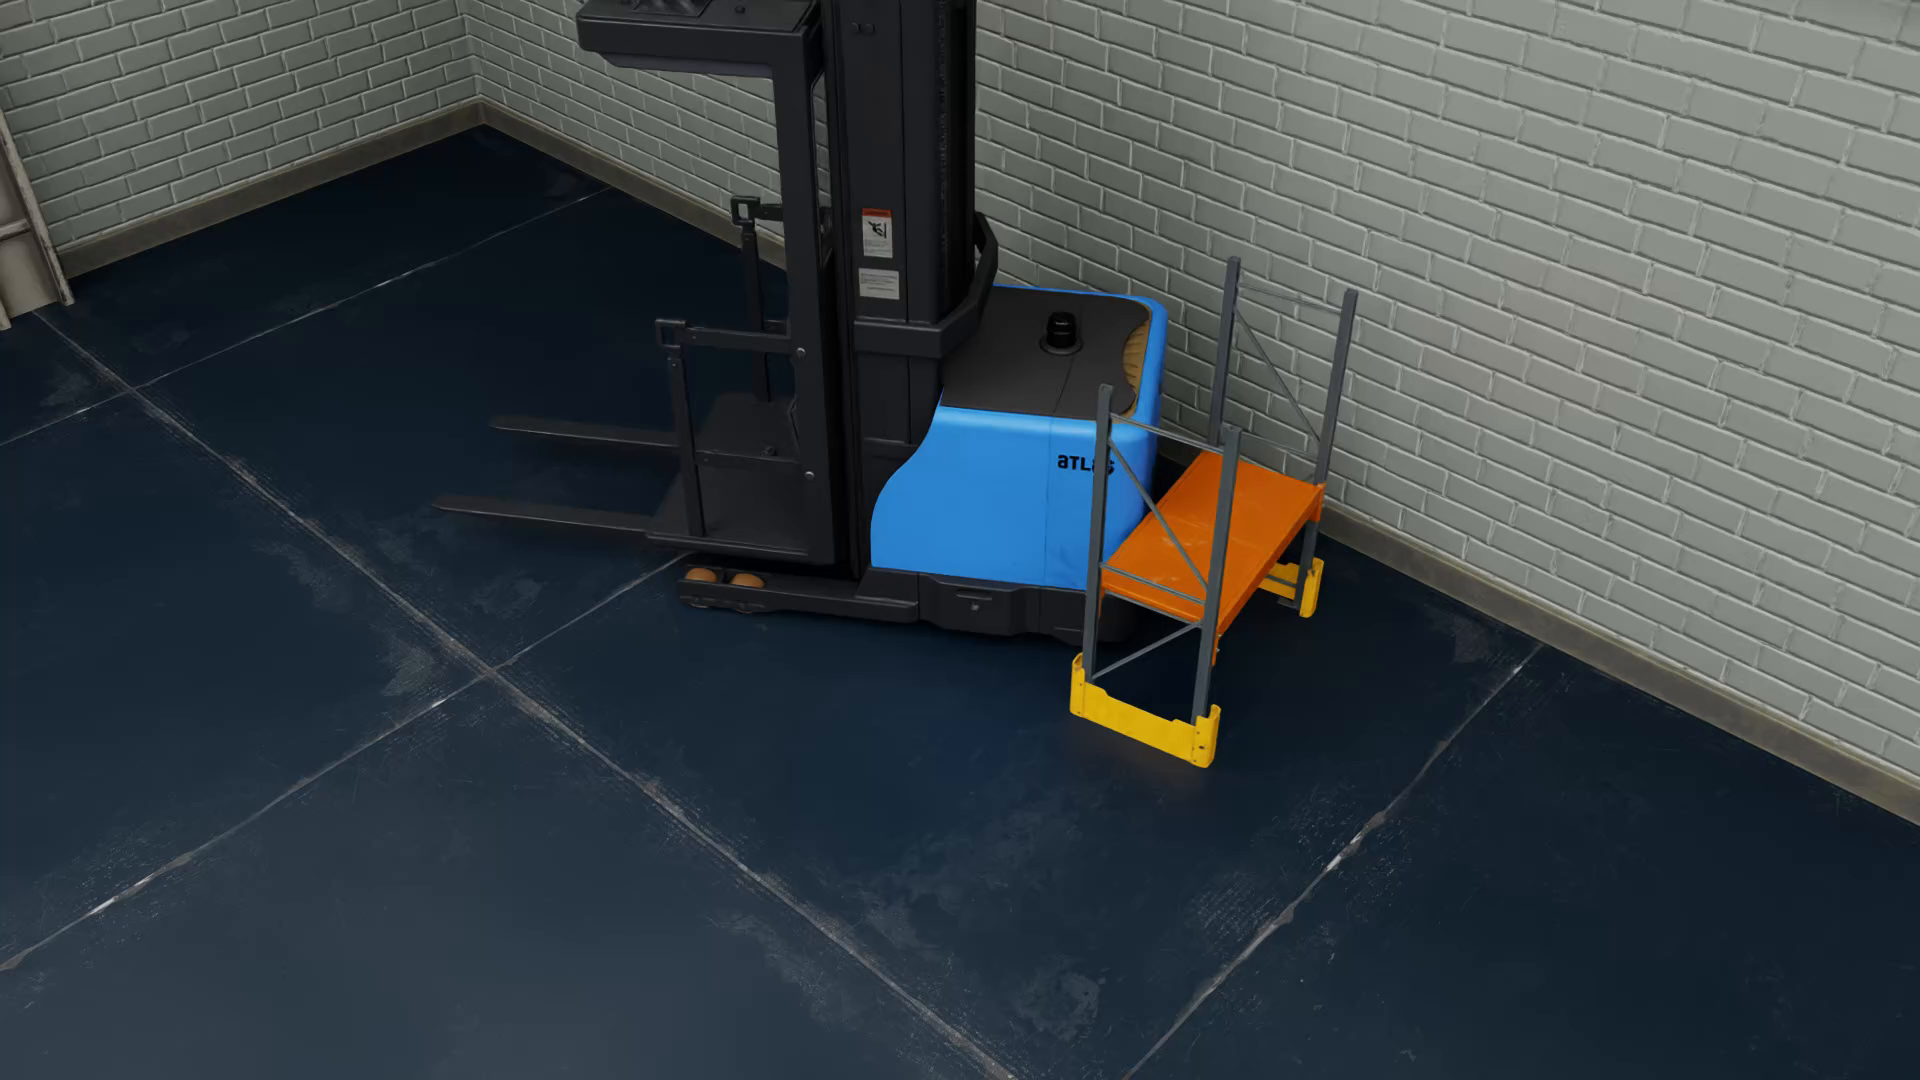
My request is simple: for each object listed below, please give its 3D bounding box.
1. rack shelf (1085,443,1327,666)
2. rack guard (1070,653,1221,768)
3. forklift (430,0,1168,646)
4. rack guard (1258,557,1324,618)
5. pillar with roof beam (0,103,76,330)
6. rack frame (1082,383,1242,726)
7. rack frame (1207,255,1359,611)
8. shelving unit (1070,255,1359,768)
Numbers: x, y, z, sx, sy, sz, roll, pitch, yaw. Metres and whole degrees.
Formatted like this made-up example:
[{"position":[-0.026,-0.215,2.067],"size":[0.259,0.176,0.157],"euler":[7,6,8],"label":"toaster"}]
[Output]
[{"position":[0.944,0.030,6.296],"size":[0.538,0.185,1.000],"euler":[21,43,24],"label":"rack shelf"},{"position":[0.688,0.638,6.247],"size":[0.587,0.250,0.087],"euler":[21,43,24],"label":"rack guard"},{"position":[-0.708,-1.161,6.355],"size":[3.031,2.935,1.130],"euler":[6,39,8],"label":"forklift"},{"position":[1.210,0.110,6.911],"size":[0.587,0.250,0.087],"euler":[21,43,24],"label":"rack guard"},{"position":[-1.768,-2.953,3.734],"size":[9.100,9.000,0.400],"euler":[30,47,32],"label":"pillar with roof beam"},{"position":[0.678,0.159,5.845],"size":[0.500,1.500,0.032],"euler":[21,43,24],"label":"rack frame"},{"position":[1.210,-0.380,6.523],"size":[0.500,1.500,0.032],"euler":[21,43,24],"label":"rack frame"},{"position":[0.949,-0.116,6.190],"size":[0.587,1.500,1.083],"euler":[21,43,24],"label":"shelving unit"}]
